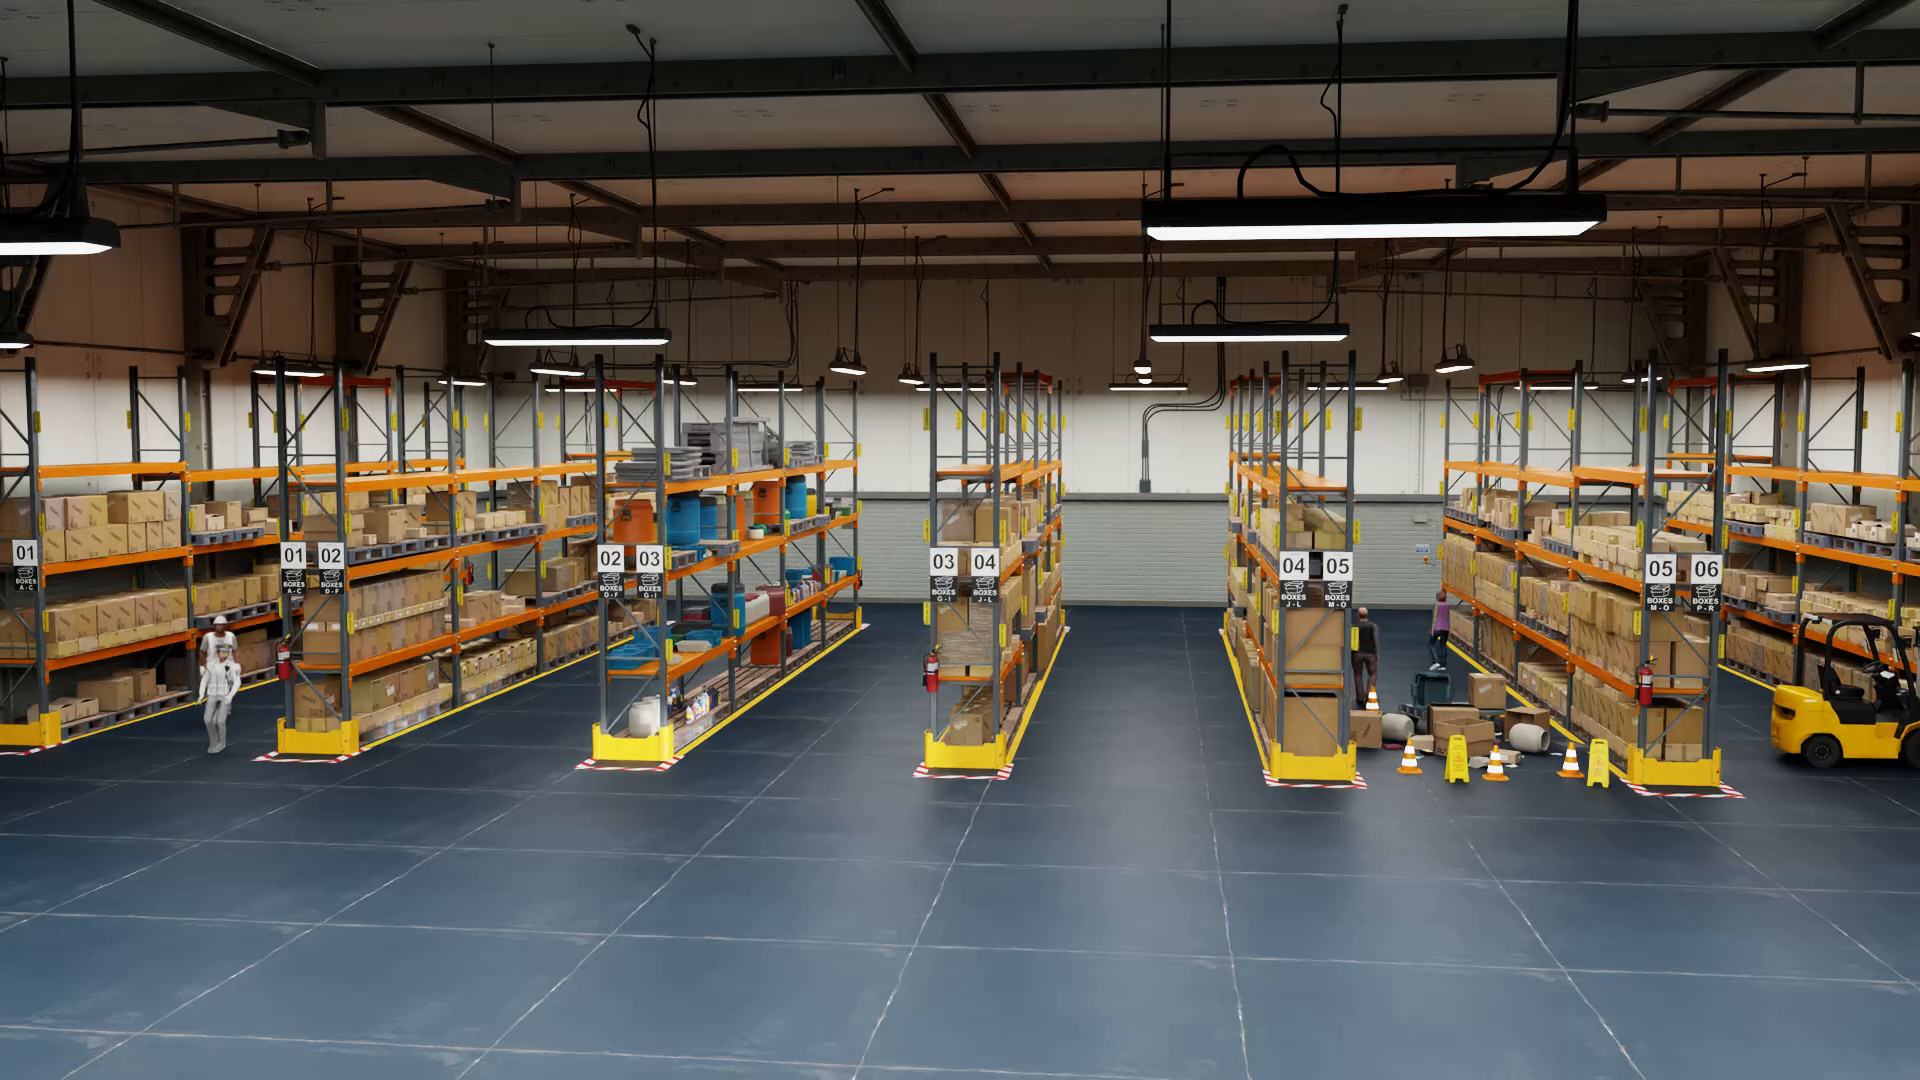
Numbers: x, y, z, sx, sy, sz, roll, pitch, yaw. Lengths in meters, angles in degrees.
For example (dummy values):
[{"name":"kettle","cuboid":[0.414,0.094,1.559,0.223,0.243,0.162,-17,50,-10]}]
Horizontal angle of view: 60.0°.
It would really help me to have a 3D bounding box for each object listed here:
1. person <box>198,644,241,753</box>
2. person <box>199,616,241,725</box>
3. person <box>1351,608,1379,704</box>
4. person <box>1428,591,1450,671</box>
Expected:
[{"name":"person","cuboid":[-11.284,2.423,25.322,0.602,1.691,0.480,-1,4,-9]},{"name":"person","cuboid":[-12.391,2.150,27.858,0.635,1.757,0.977,-2,4,-24]},{"name":"person","cuboid":[7.171,2.060,29.565,0.563,1.719,0.519,0,4,6]},{"name":"person","cuboid":[9.707,1.841,33.581,0.443,1.623,0.362,-1,4,-20]}]
